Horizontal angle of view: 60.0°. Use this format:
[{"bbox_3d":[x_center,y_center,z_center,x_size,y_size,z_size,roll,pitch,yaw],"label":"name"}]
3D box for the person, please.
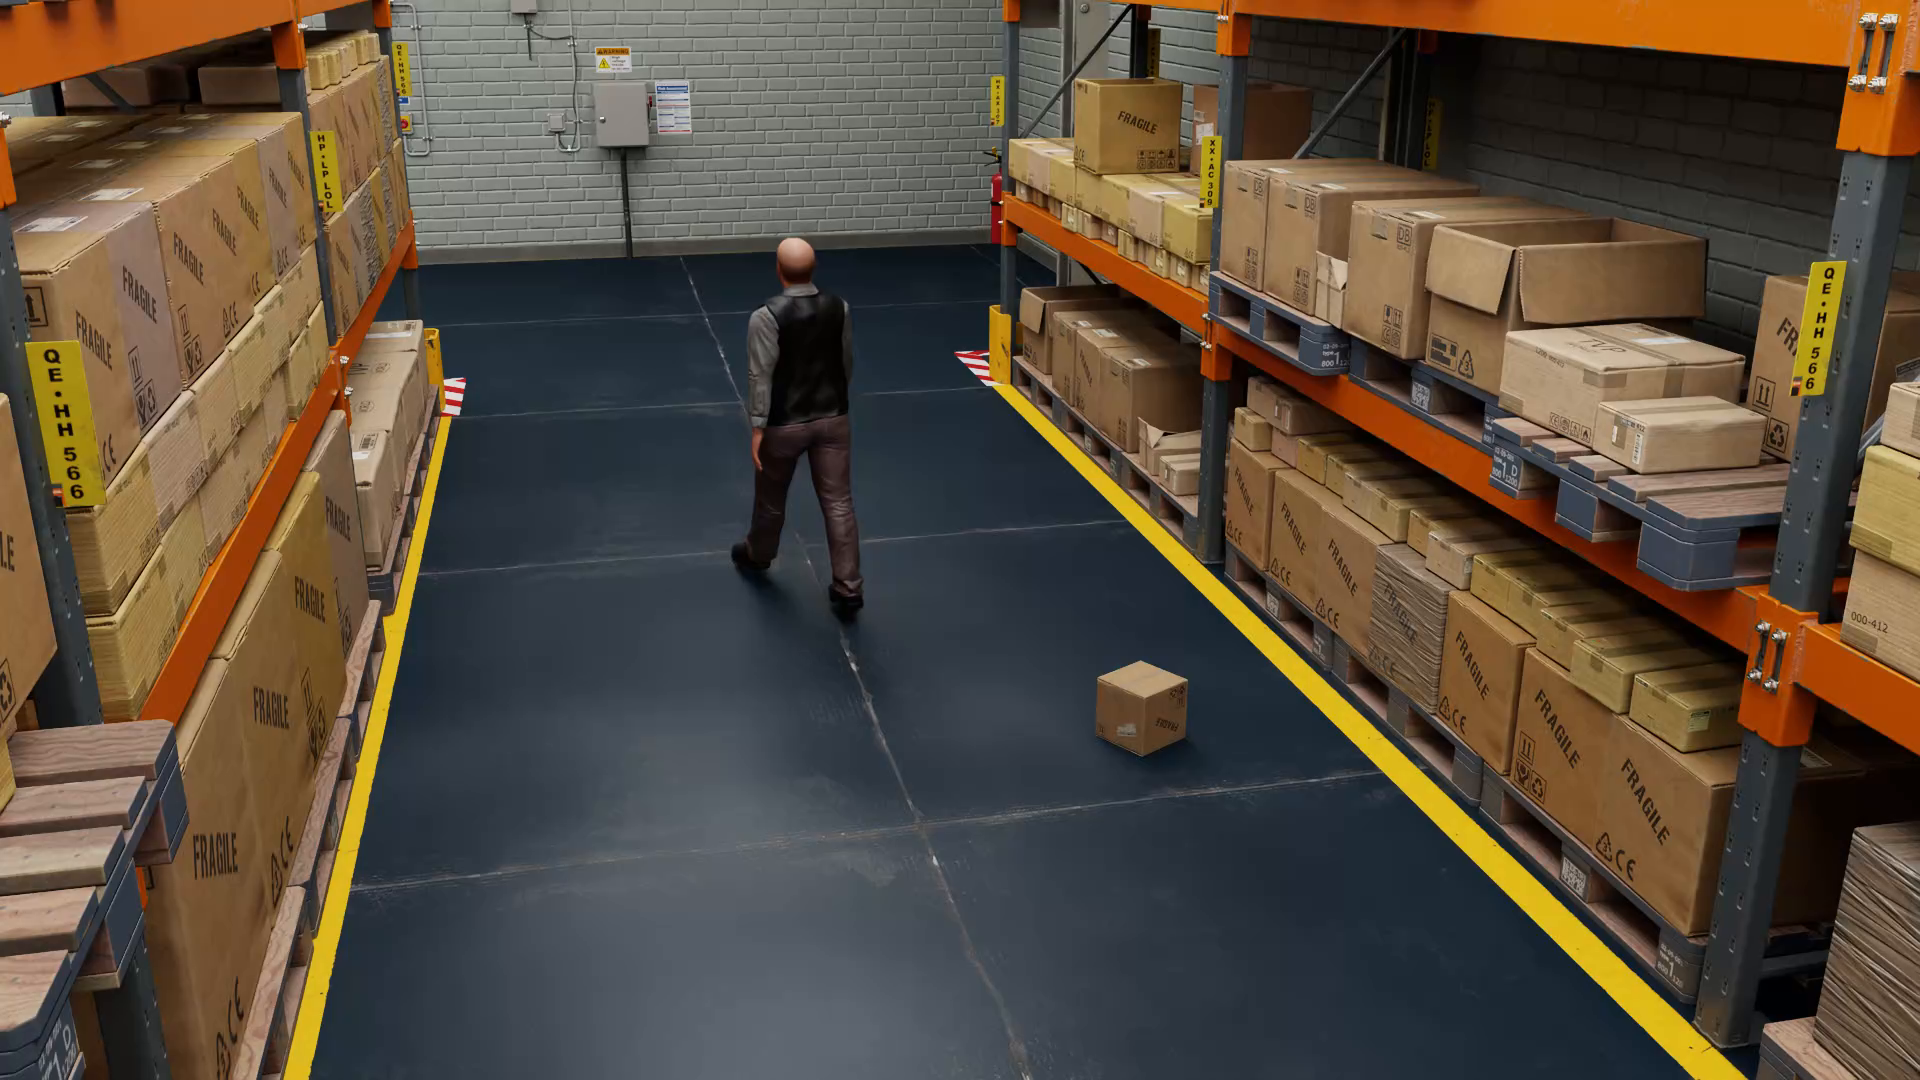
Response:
[{"bbox_3d":[-0.765,-0.580,7.708,0.589,1.657,1.035,-9,22,-25],"label":"person"}]
